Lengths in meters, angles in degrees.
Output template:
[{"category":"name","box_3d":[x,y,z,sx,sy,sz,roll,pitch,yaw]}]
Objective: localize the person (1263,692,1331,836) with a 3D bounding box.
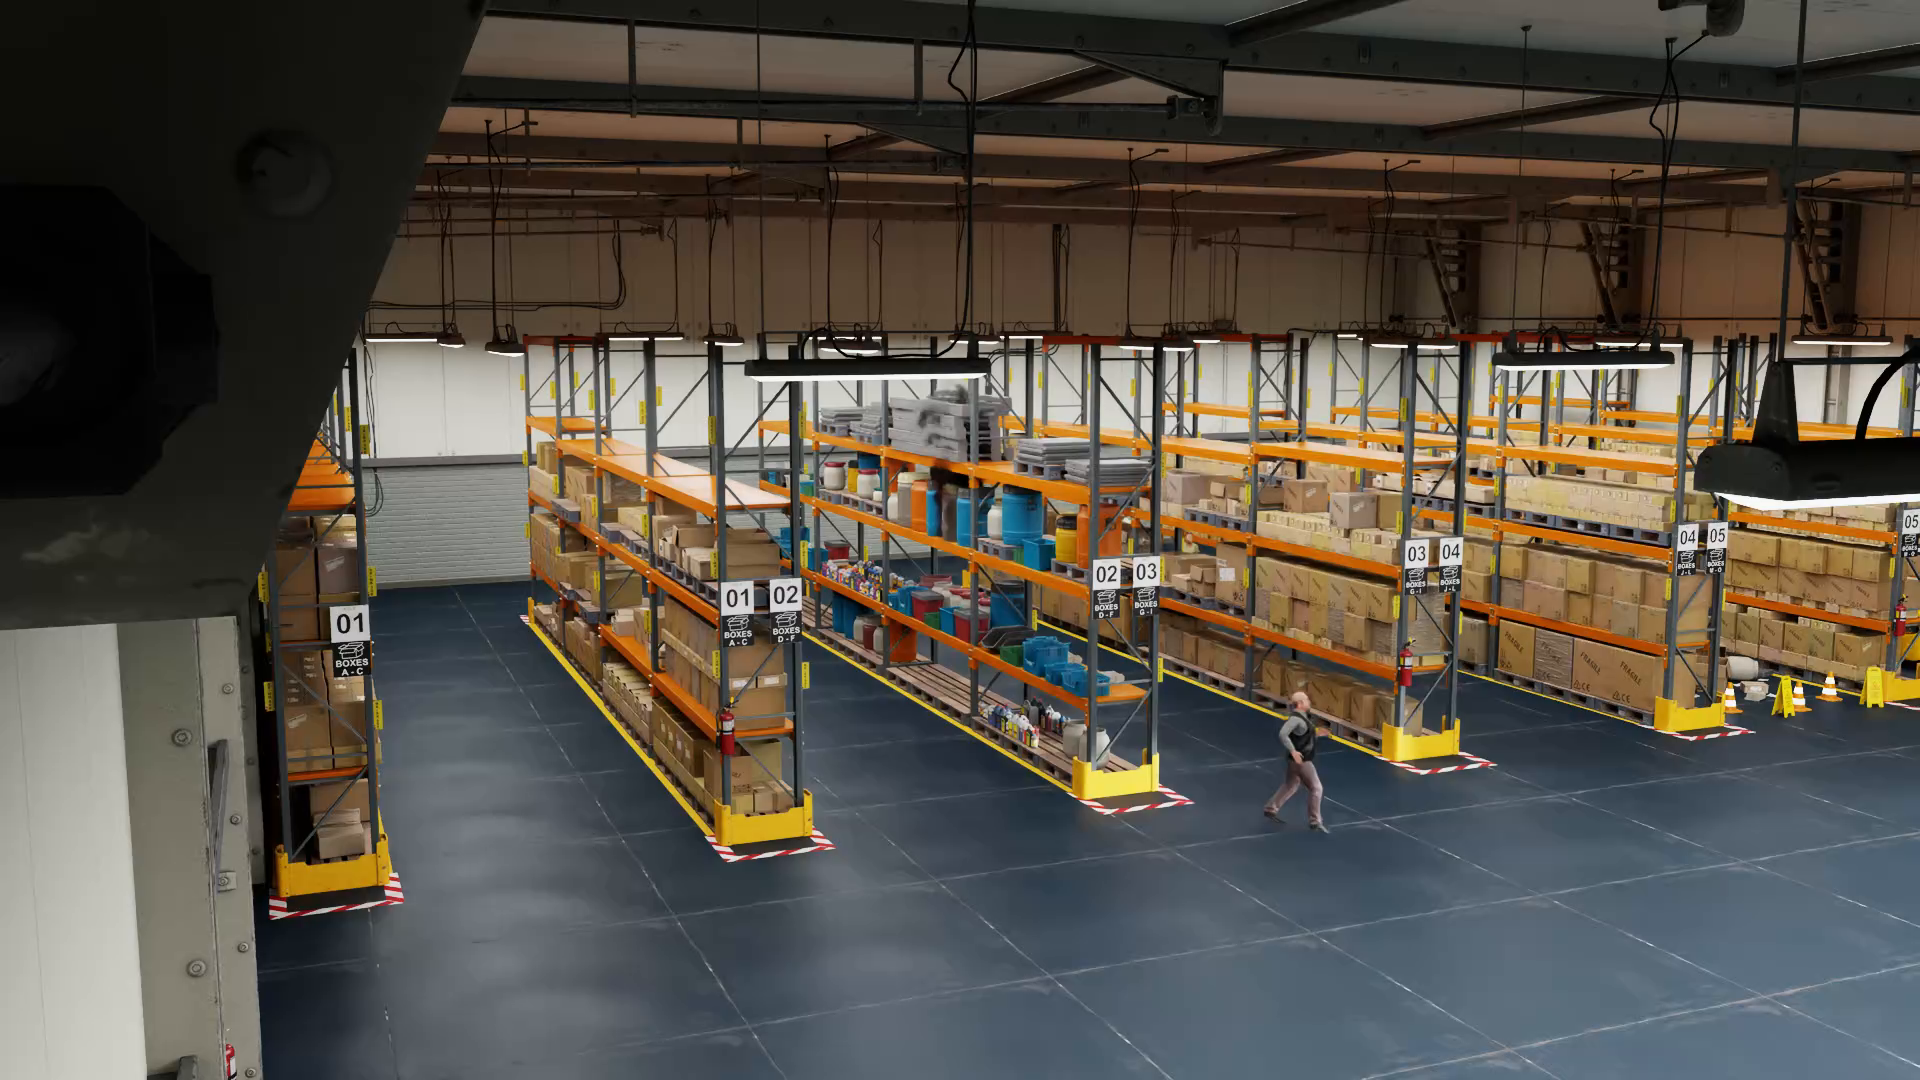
[{"category":"person","box_3d":[4.184,2.754,20.539,0.825,1.758,0.635,1,8,8]}]

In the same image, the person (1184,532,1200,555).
[{"category":"person","box_3d":[5.057,0.641,36.709,0.555,1.617,0.605,-3,8,-20]}]

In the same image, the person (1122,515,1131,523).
[{"category":"person","box_3d":[3.897,0.045,40.757,0.660,1.768,0.695,5,9,34]}]
